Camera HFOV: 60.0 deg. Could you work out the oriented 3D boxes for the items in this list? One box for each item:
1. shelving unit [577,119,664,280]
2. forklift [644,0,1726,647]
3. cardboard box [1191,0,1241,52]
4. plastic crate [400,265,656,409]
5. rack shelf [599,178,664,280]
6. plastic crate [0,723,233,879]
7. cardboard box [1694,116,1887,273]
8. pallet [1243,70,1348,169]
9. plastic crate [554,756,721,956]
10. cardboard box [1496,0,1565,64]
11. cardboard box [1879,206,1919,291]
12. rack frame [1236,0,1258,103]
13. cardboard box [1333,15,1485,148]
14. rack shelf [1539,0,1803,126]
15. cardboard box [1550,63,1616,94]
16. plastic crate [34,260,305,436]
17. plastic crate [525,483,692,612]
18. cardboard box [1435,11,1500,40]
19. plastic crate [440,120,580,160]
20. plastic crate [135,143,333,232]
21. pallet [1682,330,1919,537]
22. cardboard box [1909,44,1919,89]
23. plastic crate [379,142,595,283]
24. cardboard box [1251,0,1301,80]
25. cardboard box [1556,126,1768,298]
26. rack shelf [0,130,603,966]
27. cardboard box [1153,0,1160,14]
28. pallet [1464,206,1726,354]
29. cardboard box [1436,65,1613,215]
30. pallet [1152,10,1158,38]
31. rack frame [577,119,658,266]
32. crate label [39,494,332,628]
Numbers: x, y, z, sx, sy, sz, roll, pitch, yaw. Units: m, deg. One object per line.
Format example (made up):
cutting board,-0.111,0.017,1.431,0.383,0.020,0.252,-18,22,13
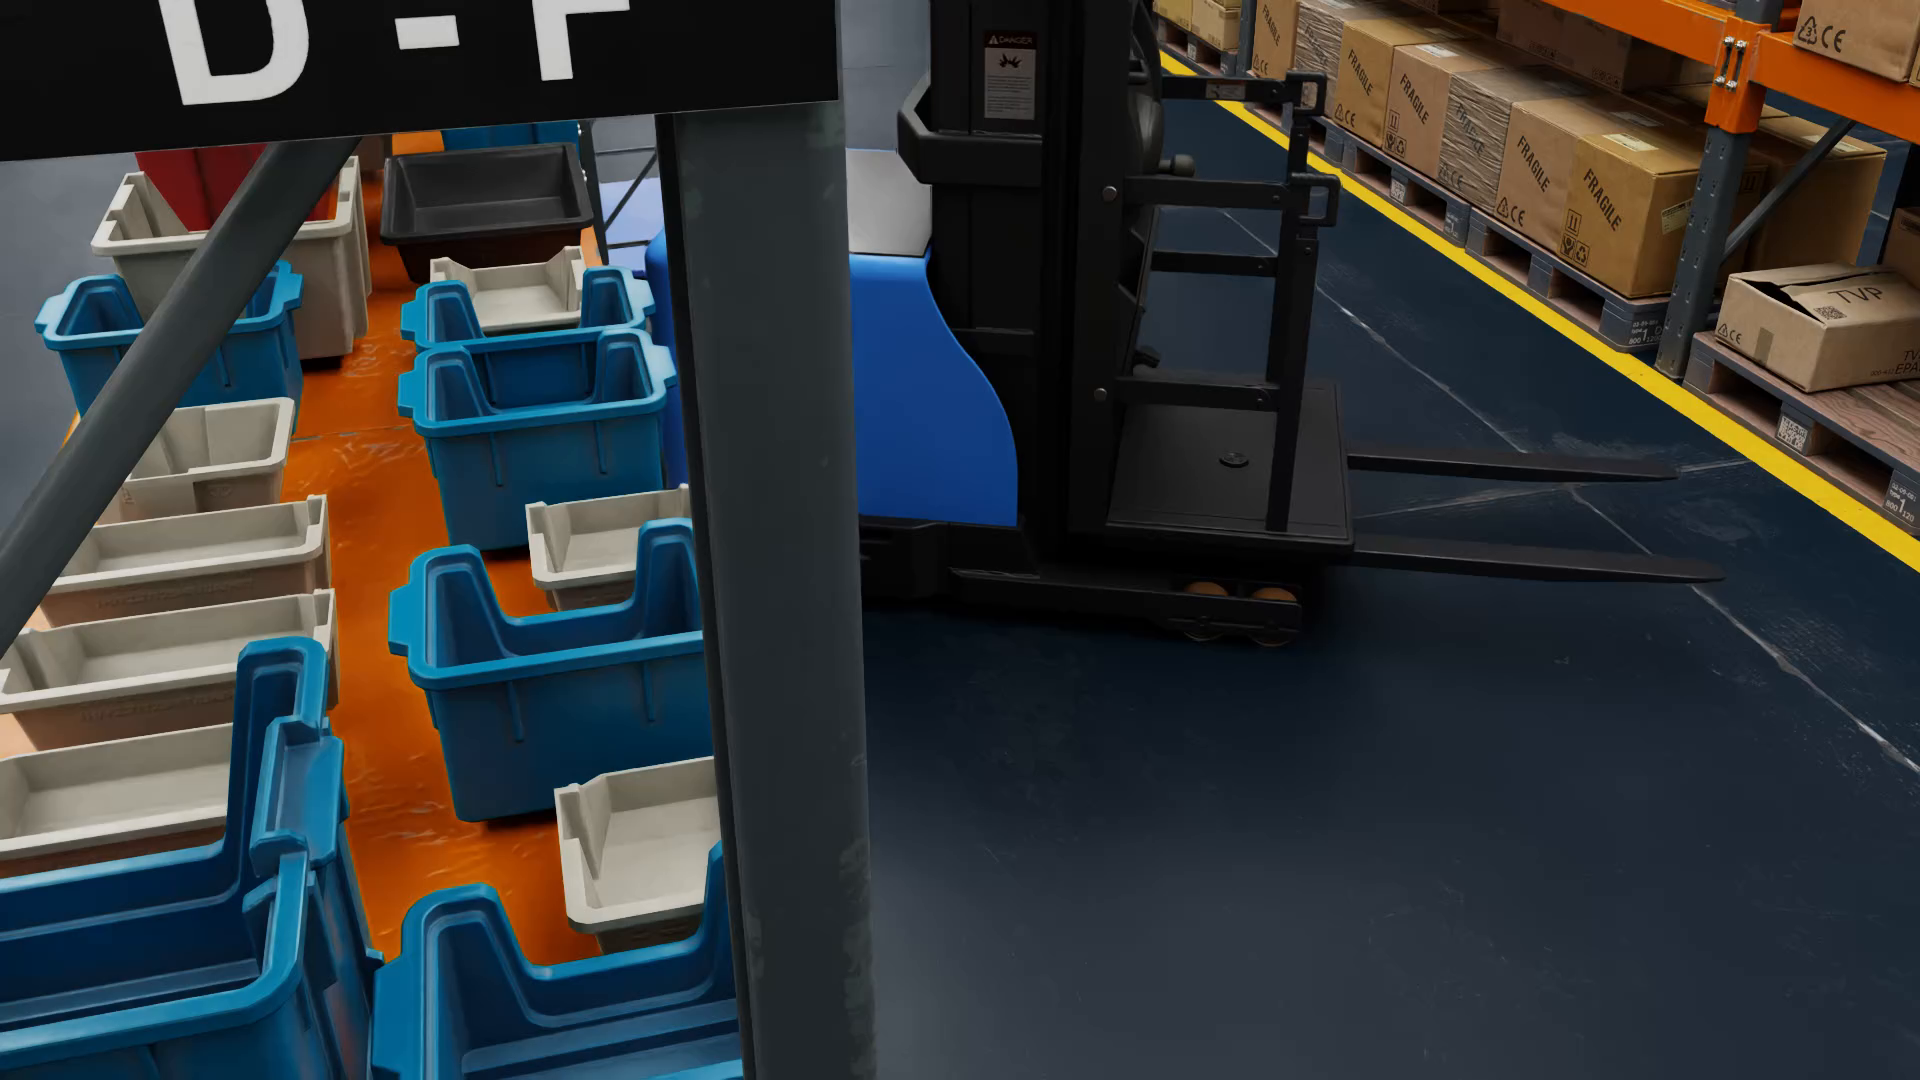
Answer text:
shelving unit,-1.078,-1.223,5.853,0.538,1.500,1.048,-9,31,-13
forklift,0.687,-1.253,4.488,3.031,2.935,1.130,5,30,8
cardboard box,1.723,-3.137,10.000,0.500,0.250,0.500,-7,31,-12
plastic crate,-0.733,-0.300,2.881,0.416,0.233,0.300,-8,31,-13
rack shelf,-1.074,-1.068,5.944,0.538,0.185,1.000,-9,31,-13
plastic crate,-0.947,0.316,1.914,0.396,0.136,0.243,-8,31,-13
cardboard box,3.266,-1.366,6.672,0.500,0.500,0.500,-9,31,-16
pallet,2.259,-2.351,9.101,1.003,0.211,1.213,-8,31,-13
plastic crate,-0.309,0.357,1.843,0.250,0.136,0.298,-8,31,-13
cardboard box,2.867,-2.416,7.737,0.500,0.250,0.500,-8,31,-14
cardboard box,3.584,-0.862,5.802,0.500,0.500,0.500,-8,31,-13
rack frame,2.097,-3.923,9.034,1.000,3.000,0.127,-8,31,-13
cardboard box,2.215,-2.279,8.249,0.500,0.500,0.500,-8,31,-14
rack shelf,2.628,-2.646,7.545,1.077,0.370,4.000,-8,31,-13
cardboard box,2.988,-1.864,7.533,0.500,0.500,0.500,-7,31,-13
plastic crate,-1.348,-0.314,2.905,0.416,0.233,0.300,-8,31,-13
plastic crate,-0.489,0.029,2.409,0.250,0.136,0.298,-8,31,-13
cardboard box,2.709,-2.361,8.391,0.500,0.500,0.500,-9,31,-15
plastic crate,-1.165,-1.173,4.239,0.392,0.384,0.575,-8,31,-13
plastic crate,-1.622,-0.924,3.728,0.402,0.464,0.583,-8,31,-13
pallet,3.341,-0.453,5.821,1.003,0.211,1.213,-8,31,-13
cardboard box,3.171,-1.505,4.757,0.500,0.500,0.500,-7,31,-12
plastic crate,-1.061,-0.737,3.743,0.437,0.125,0.590,-8,31,-13
cardboard box,1.943,-2.774,9.104,0.500,0.500,0.500,-7,31,-11
cardboard box,2.752,-1.300,6.558,0.500,0.500,0.500,-8,31,-14
rack shelf,-1.087,-0.057,3.073,1.077,0.370,4.000,-8,31,-13
cardboard box,1.452,-3.628,10.850,0.500,0.250,0.500,-7,31,-12
pallet,2.907,-1.172,7.065,1.003,0.211,1.213,-8,31,-13
cardboard box,2.496,-1.782,7.391,0.500,0.500,0.500,-7,31,-13
pallet,1.596,-3.707,11.444,1.003,0.211,1.213,-8,31,-13
rack frame,-0.942,-0.978,5.429,0.500,1.500,0.032,-9,31,-13
crate label,-1.107,0.043,2.385,0.396,0.136,0.243,-8,31,-13
